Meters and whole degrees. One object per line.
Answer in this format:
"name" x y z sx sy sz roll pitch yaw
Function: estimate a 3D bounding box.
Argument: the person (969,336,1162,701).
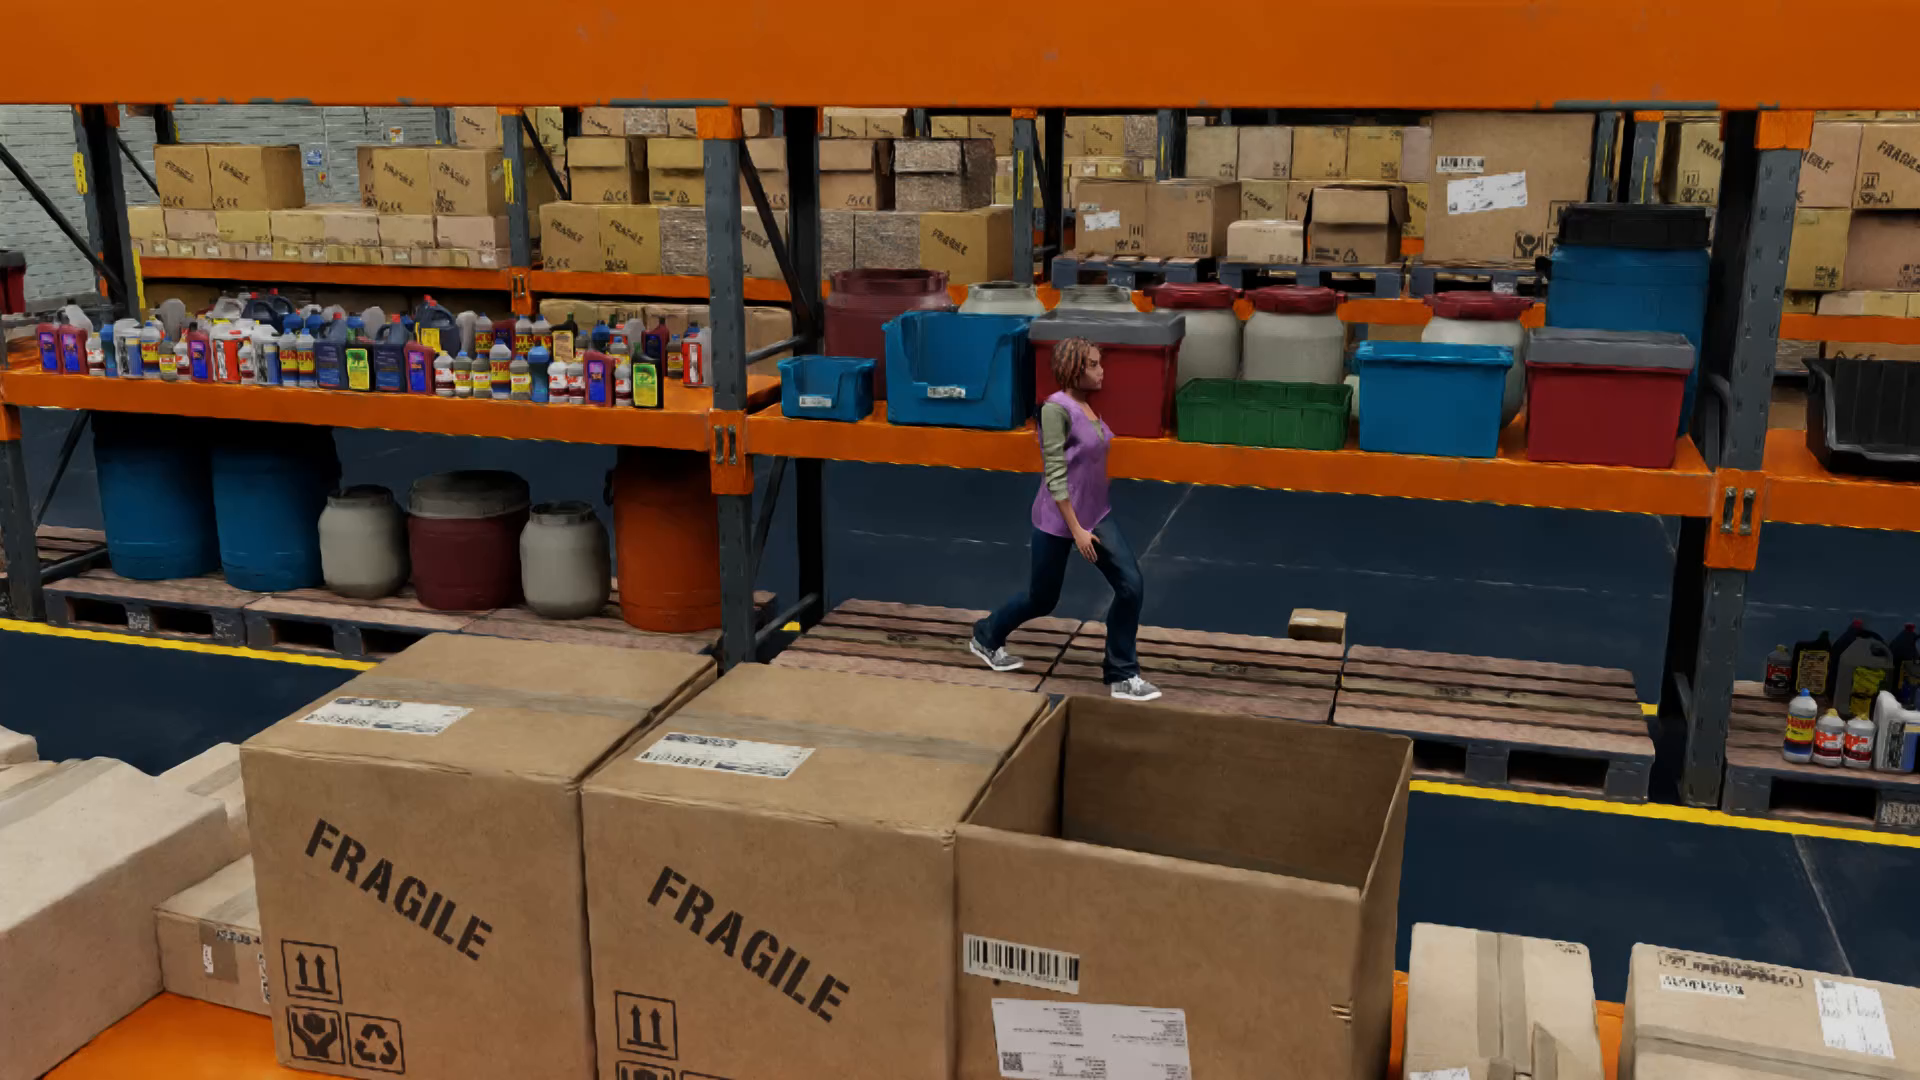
"person" 0.449 -0.107 6.845 0.944 1.499 0.415 14 21 42
